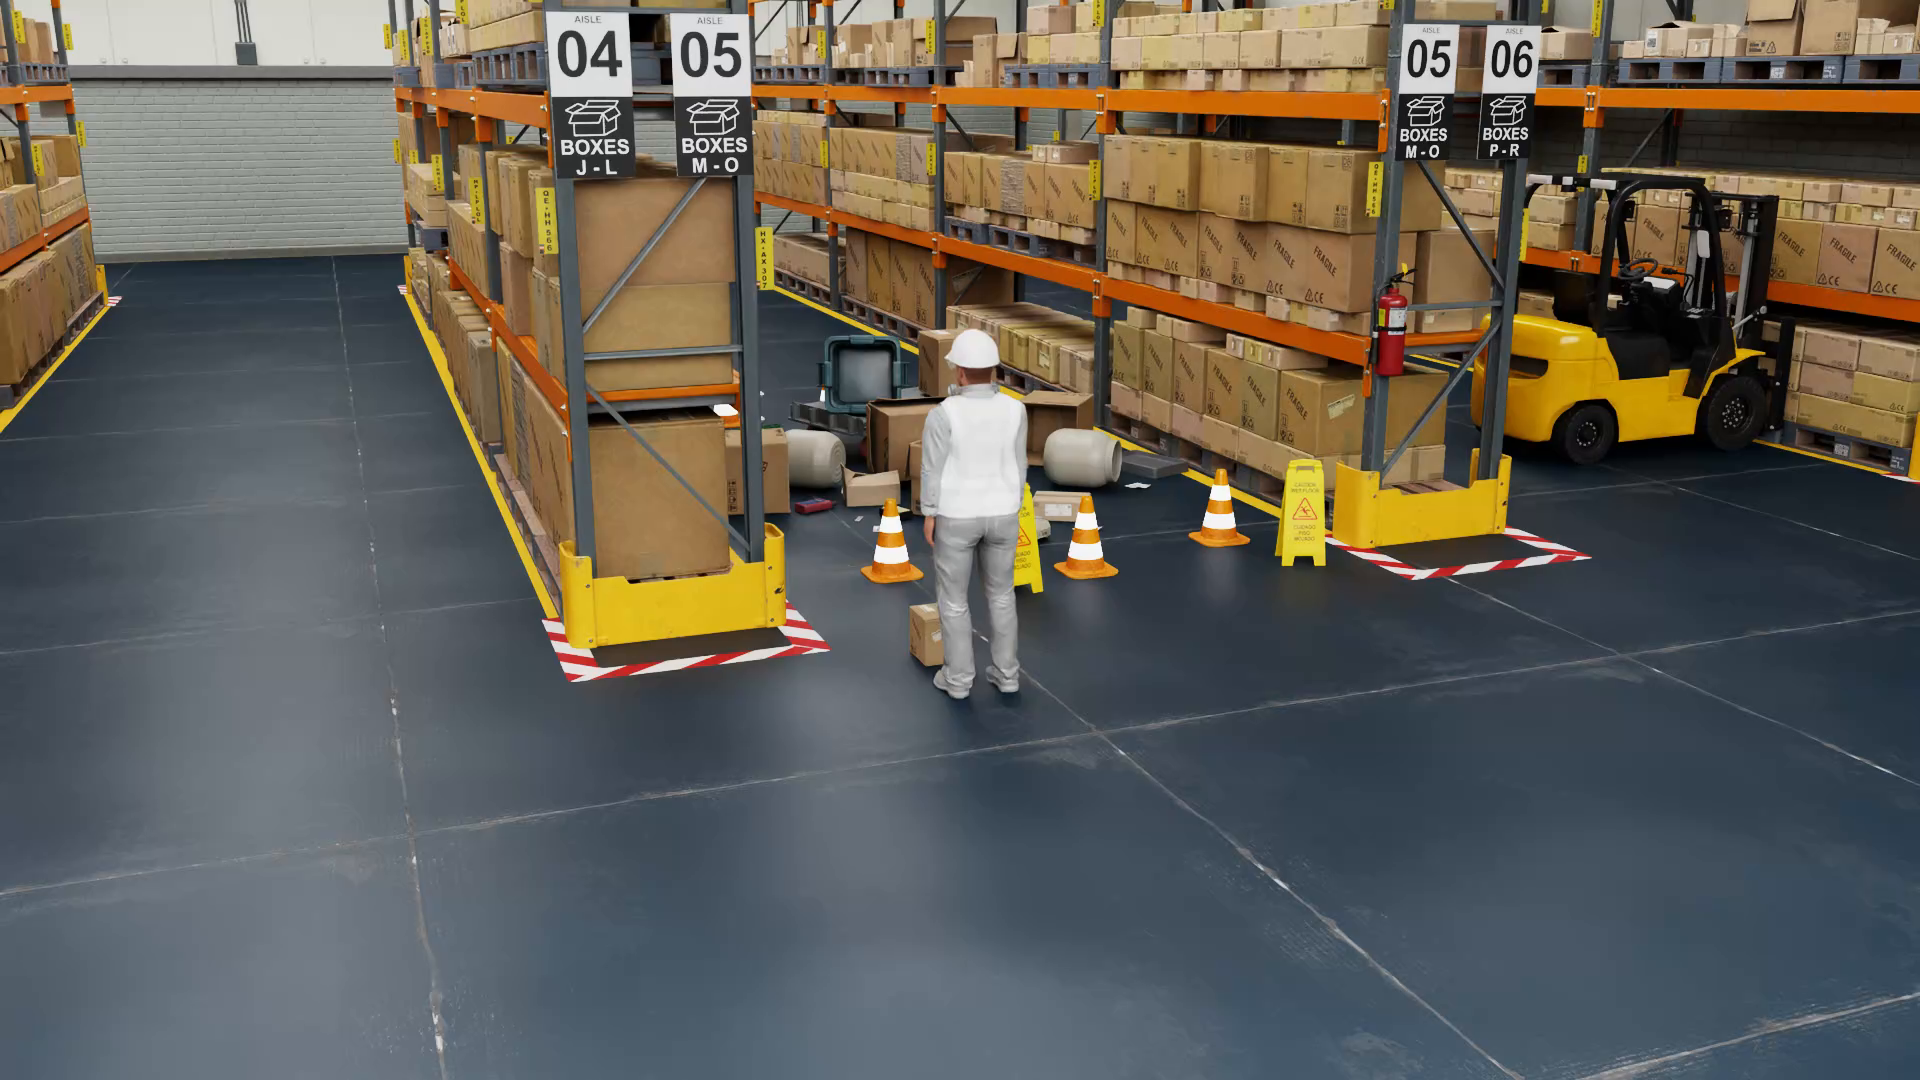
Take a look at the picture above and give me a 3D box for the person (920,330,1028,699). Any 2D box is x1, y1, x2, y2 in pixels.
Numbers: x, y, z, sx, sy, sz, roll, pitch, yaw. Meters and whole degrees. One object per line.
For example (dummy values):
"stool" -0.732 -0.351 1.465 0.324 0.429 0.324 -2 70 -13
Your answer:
"person" 0.058 -0.123 7.938 0.532 1.768 0.360 -5 16 -19
